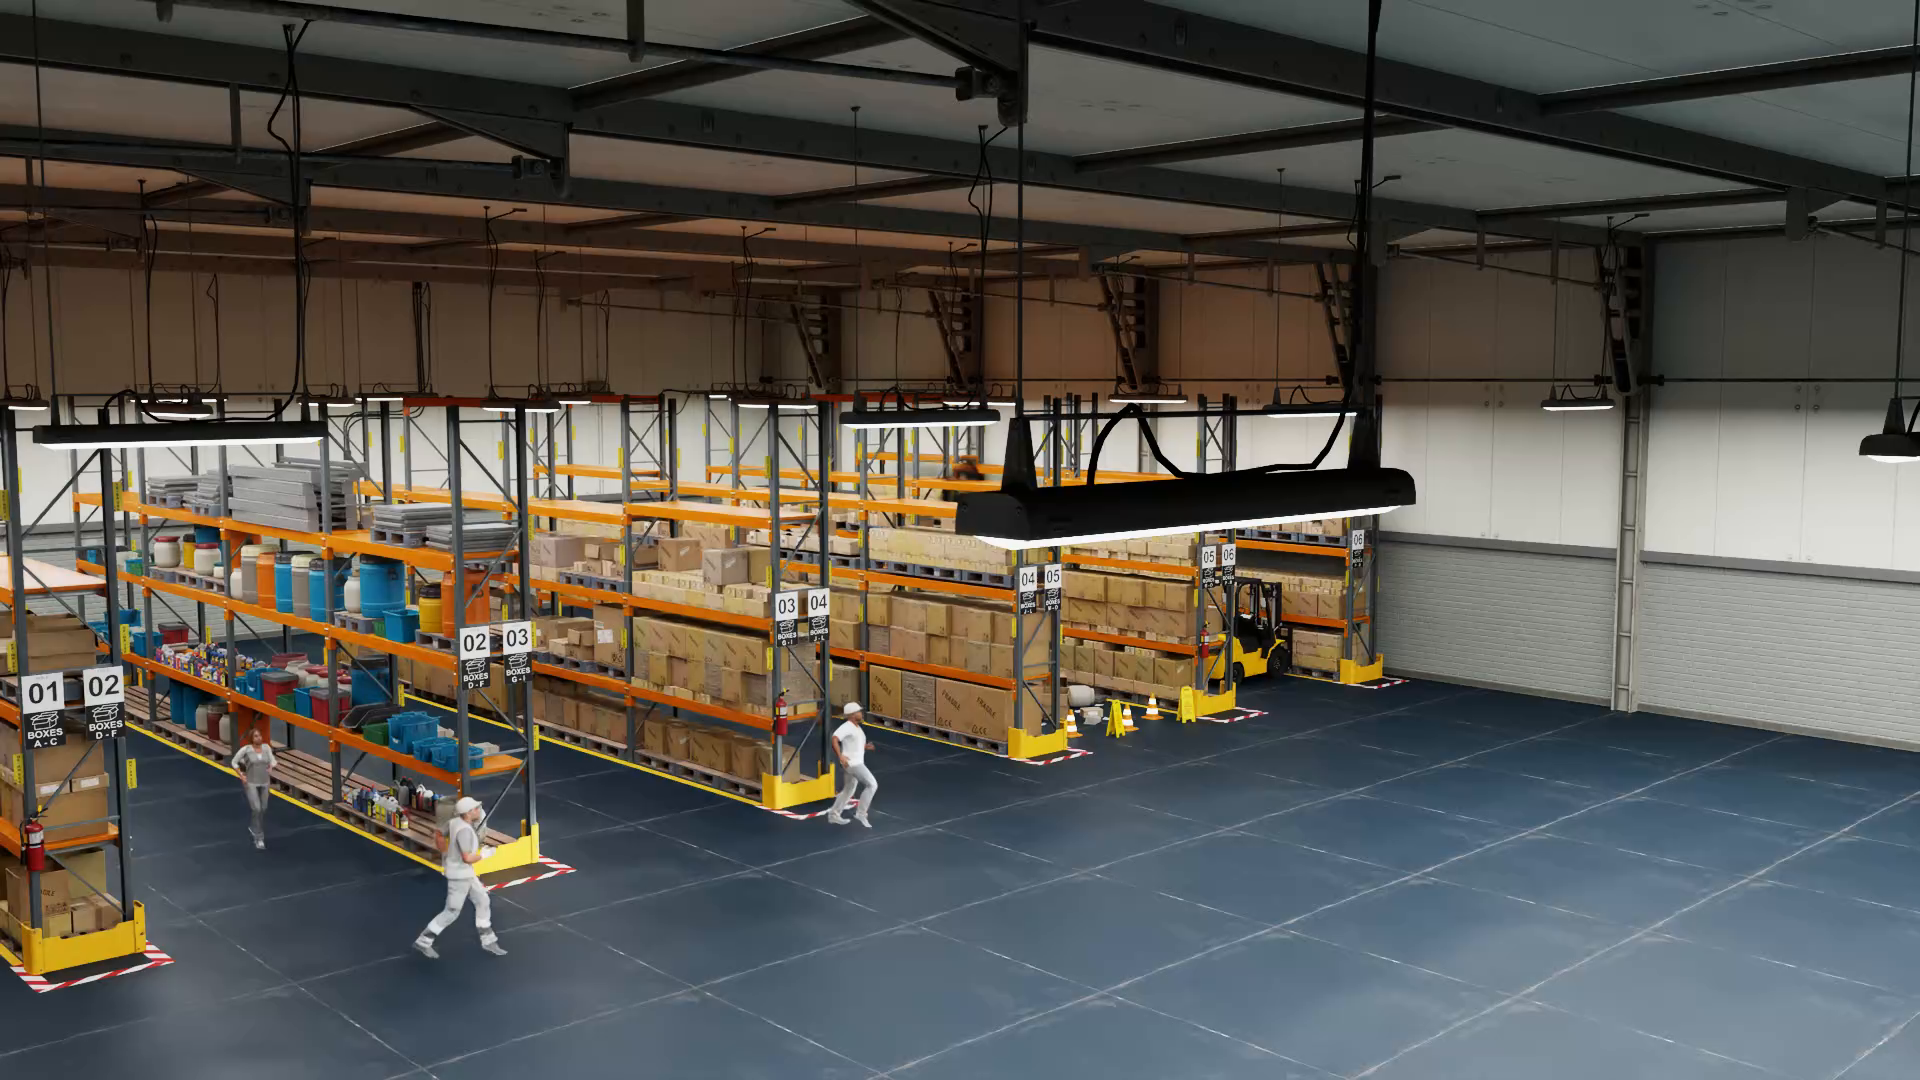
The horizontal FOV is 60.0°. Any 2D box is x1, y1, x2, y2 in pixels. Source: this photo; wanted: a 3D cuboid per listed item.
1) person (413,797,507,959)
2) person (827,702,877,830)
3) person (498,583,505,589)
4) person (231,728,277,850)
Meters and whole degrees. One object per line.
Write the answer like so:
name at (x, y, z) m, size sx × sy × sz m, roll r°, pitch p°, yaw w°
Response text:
person at (-5.455, 3.698, 18.081) m, size 0.983 × 1.813 × 0.692 m, roll -2°, pitch 6°, yaw -22°
person at (-1.533, 3.188, 23.565) m, size 0.707 × 1.777 × 0.701 m, roll -1°, pitch 6°, yaw -6°
person at (-10.620, 1.802, 38.367) m, size 0.695 × 1.624 × 0.879 m, roll -2°, pitch 6°, yaw -23°
person at (-9.562, 3.364, 22.609) m, size 0.544 × 1.651 × 0.642 m, roll -5°, pitch 8°, yaw -45°
